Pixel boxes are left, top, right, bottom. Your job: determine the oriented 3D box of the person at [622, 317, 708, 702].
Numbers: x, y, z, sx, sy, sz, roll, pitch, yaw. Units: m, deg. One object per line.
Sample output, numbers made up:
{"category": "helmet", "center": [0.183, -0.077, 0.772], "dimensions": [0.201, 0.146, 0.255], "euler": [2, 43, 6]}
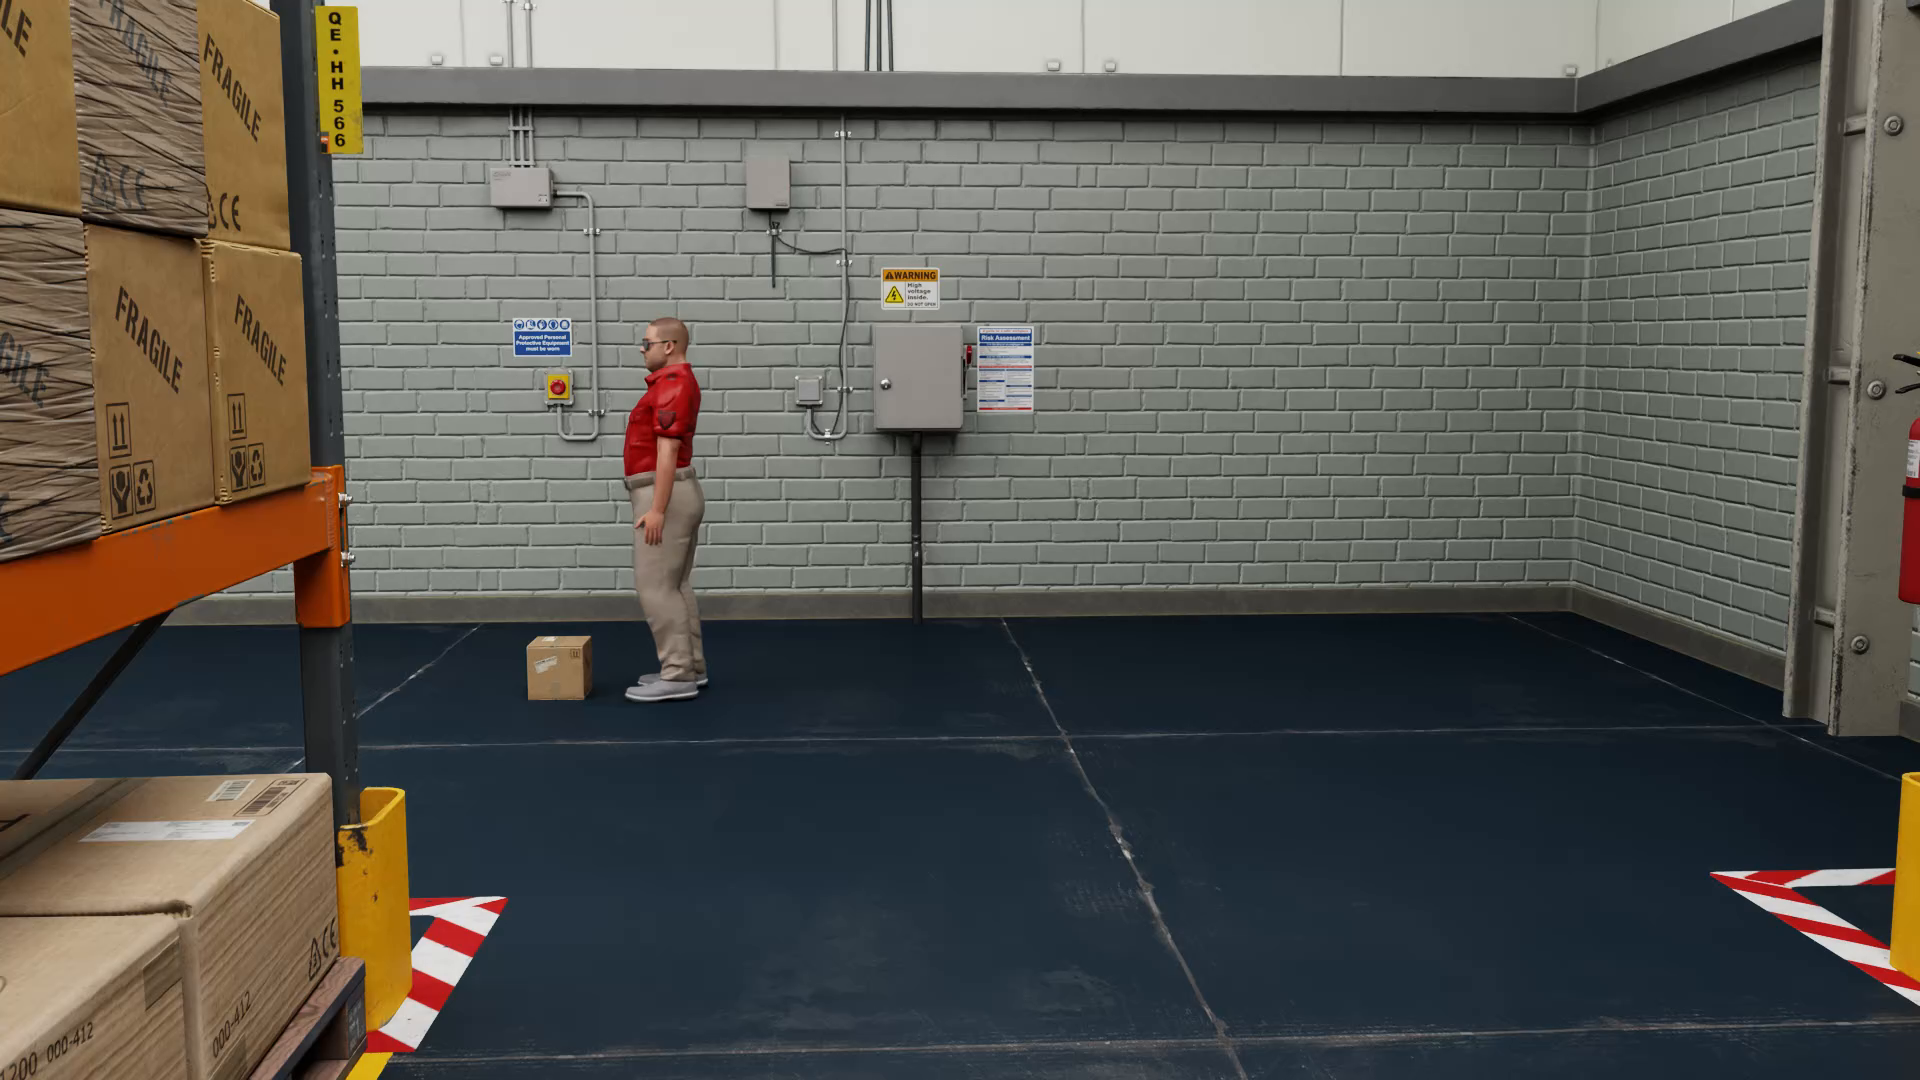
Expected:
{"category": "person", "center": [-1.351, -0.144, 7.552], "dimensions": [0.361, 1.723, 0.527], "euler": [0, 7, -2]}
